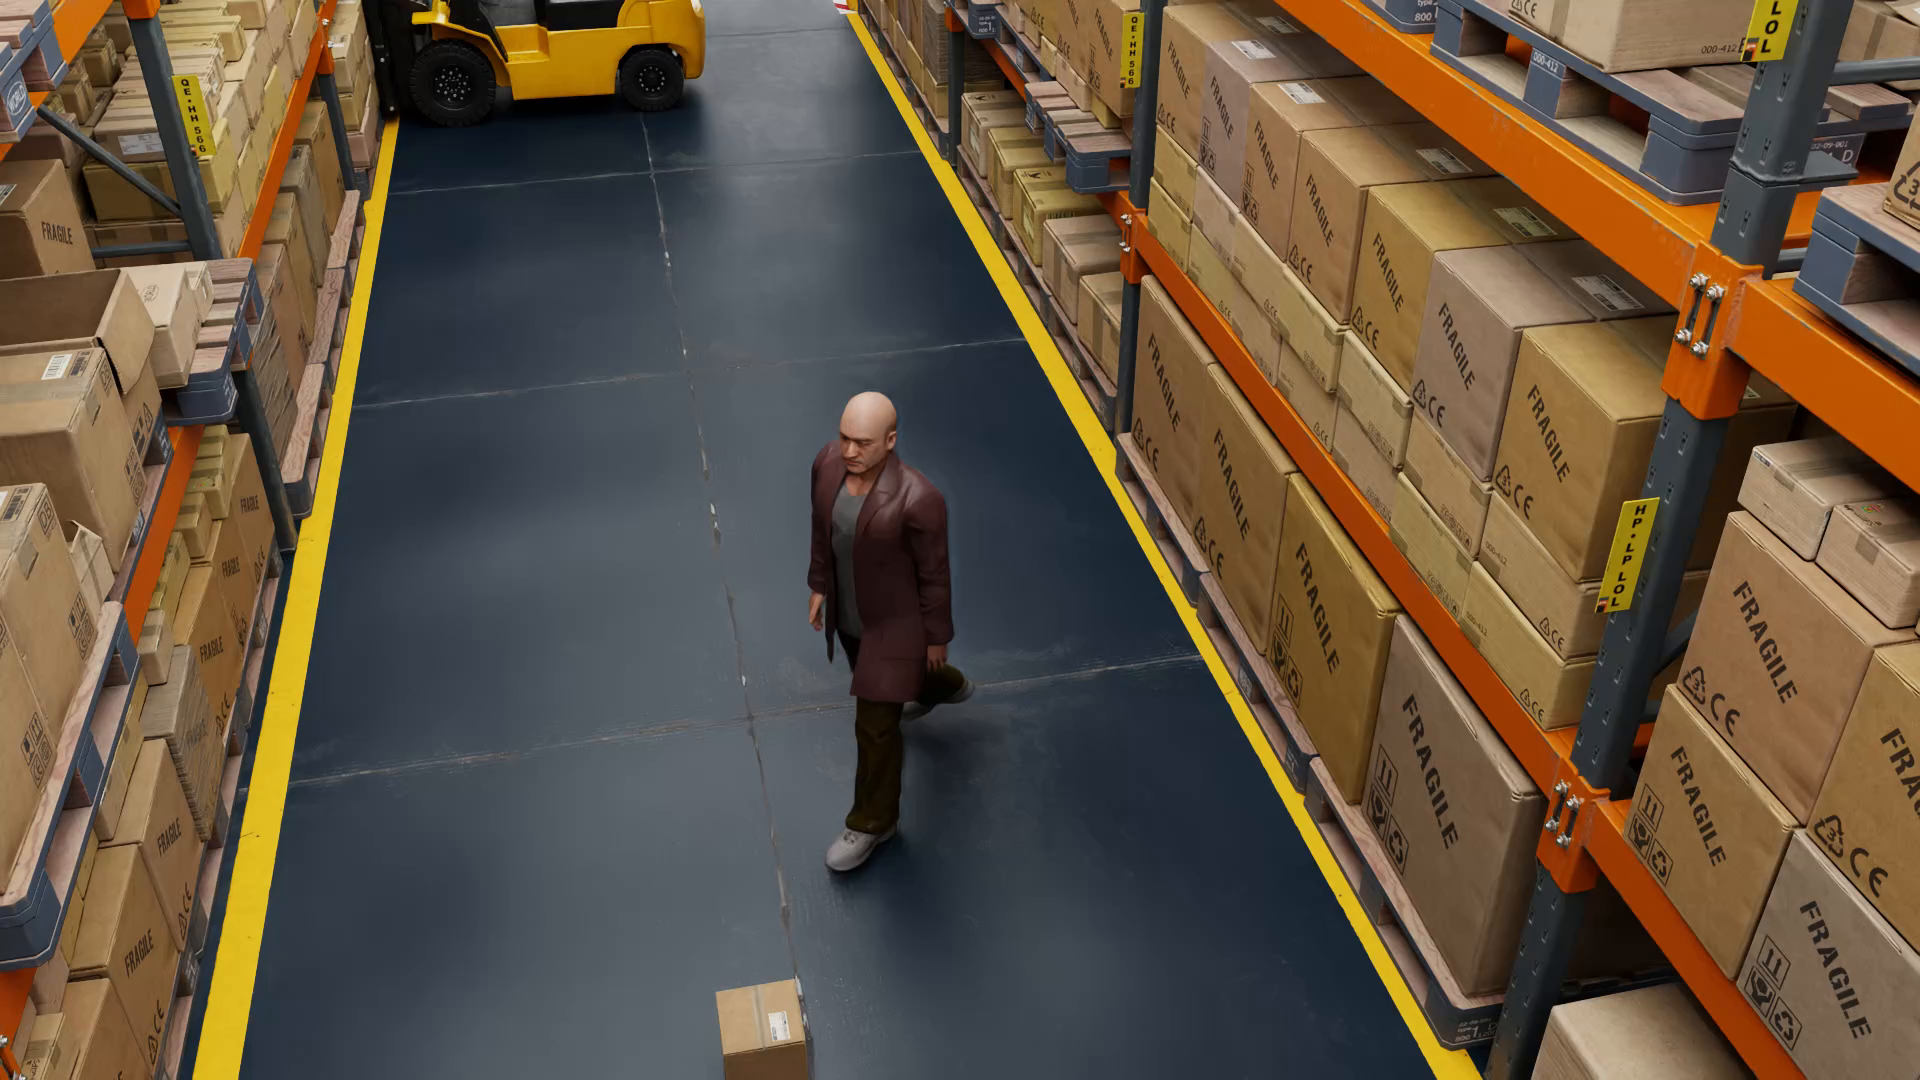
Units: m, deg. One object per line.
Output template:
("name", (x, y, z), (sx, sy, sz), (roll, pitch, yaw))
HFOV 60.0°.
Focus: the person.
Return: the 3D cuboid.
("person", (-0.247, 0.221, 5.822), (0.598, 1.758, 0.976), (29, 43, 35))
